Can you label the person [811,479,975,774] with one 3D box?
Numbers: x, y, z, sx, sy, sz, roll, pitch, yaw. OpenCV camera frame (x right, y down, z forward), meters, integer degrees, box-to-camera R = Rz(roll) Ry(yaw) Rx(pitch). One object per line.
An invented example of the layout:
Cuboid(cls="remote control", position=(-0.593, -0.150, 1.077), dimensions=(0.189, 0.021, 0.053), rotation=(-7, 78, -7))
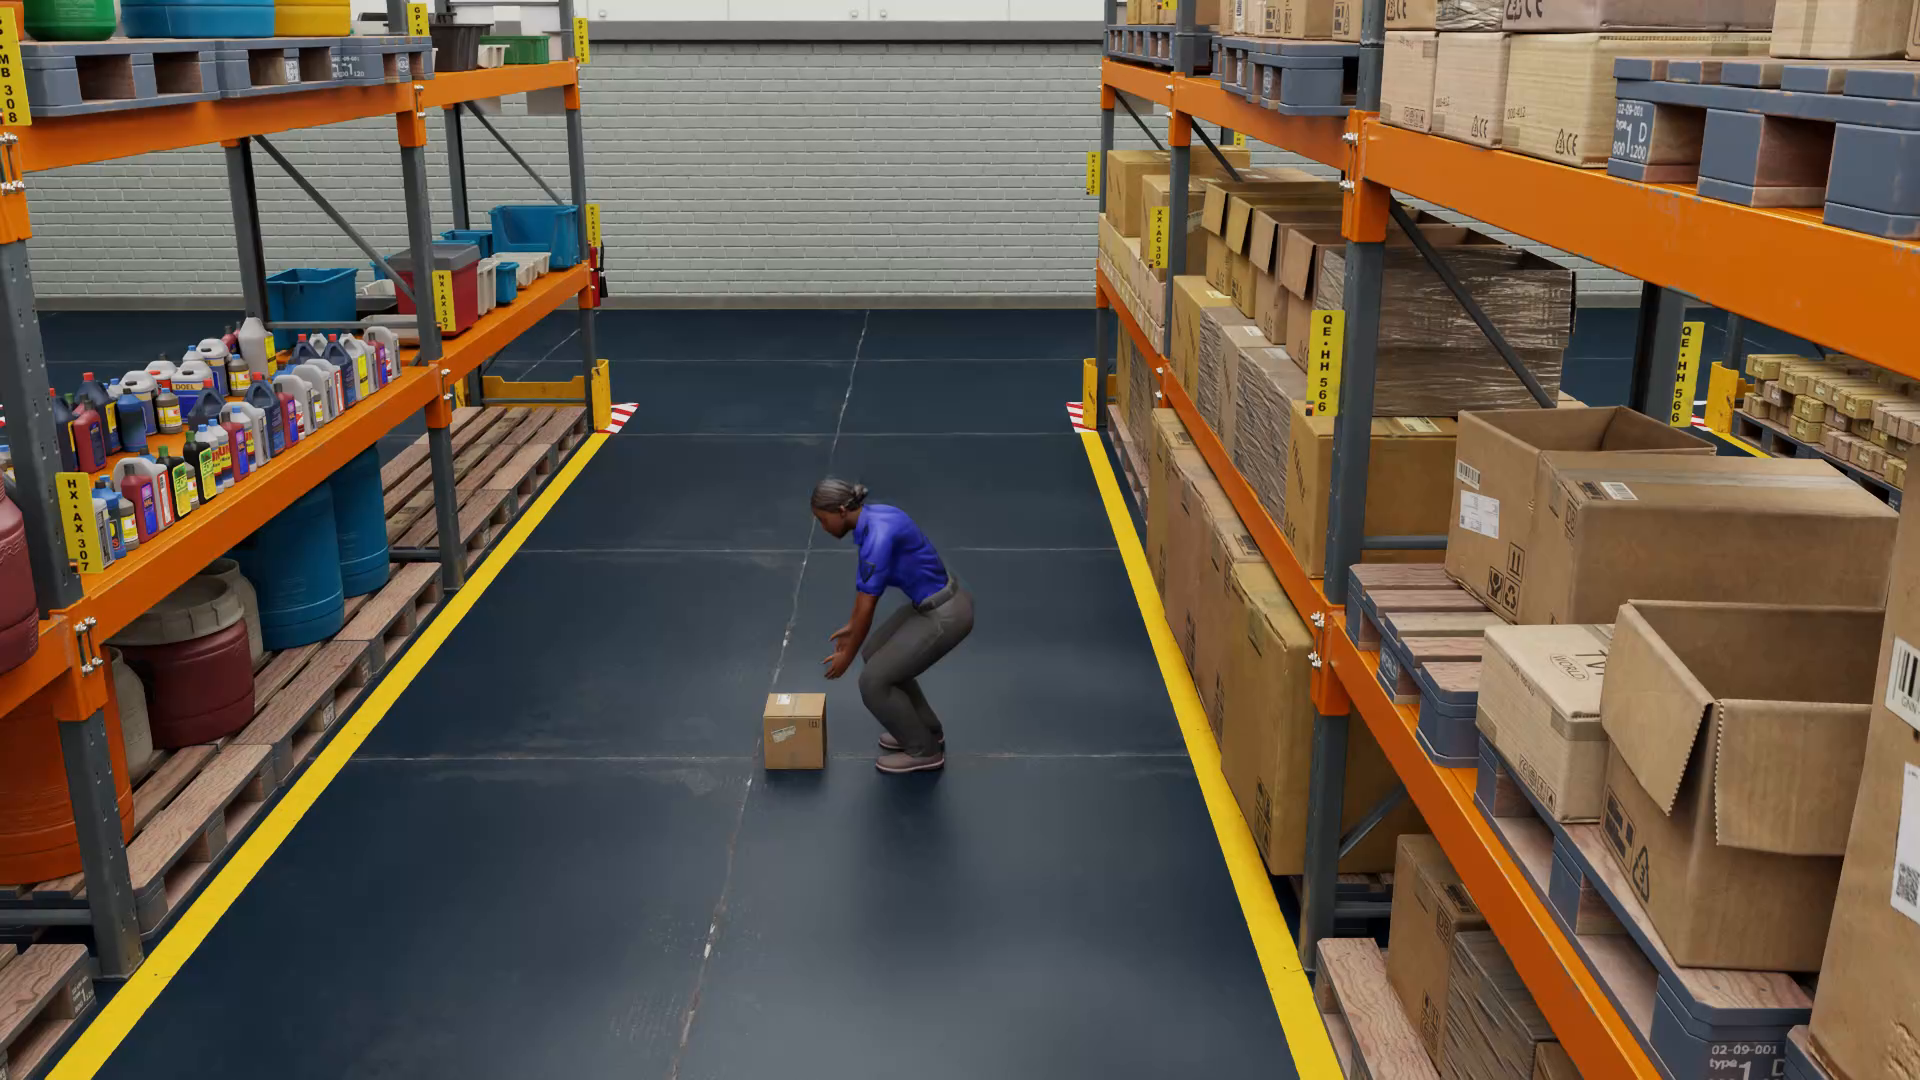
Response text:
Cuboid(cls="person", position=(-0.277, 0.357, 7.067), dimensions=(0.684, 1.274, 0.497), rotation=(0, 17, 0))
